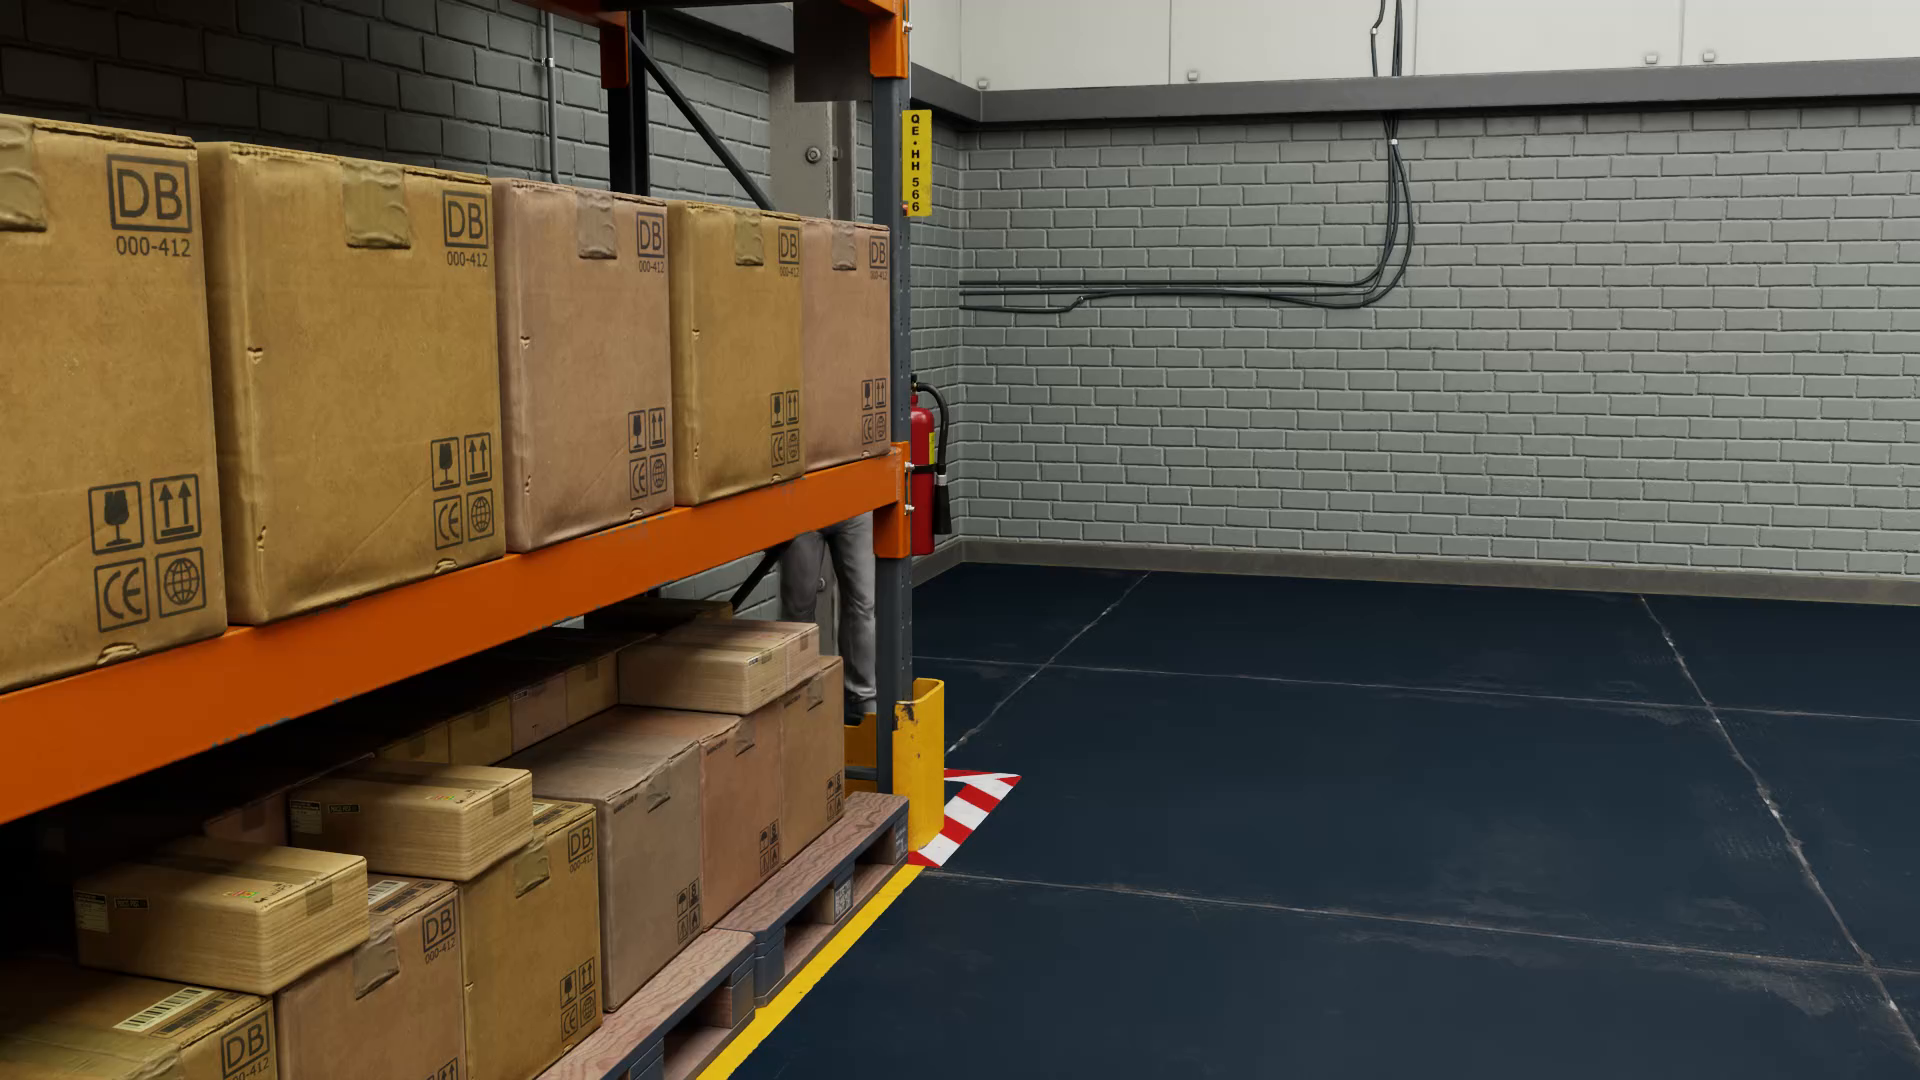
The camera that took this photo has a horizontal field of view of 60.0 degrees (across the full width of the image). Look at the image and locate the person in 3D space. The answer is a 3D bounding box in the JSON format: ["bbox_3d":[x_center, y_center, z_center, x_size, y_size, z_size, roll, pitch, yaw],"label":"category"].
[{"bbox_3d":[-0.539,-0.109,6.818,0.616,1.768,0.453,-3,9,-18],"label":"person"}]
